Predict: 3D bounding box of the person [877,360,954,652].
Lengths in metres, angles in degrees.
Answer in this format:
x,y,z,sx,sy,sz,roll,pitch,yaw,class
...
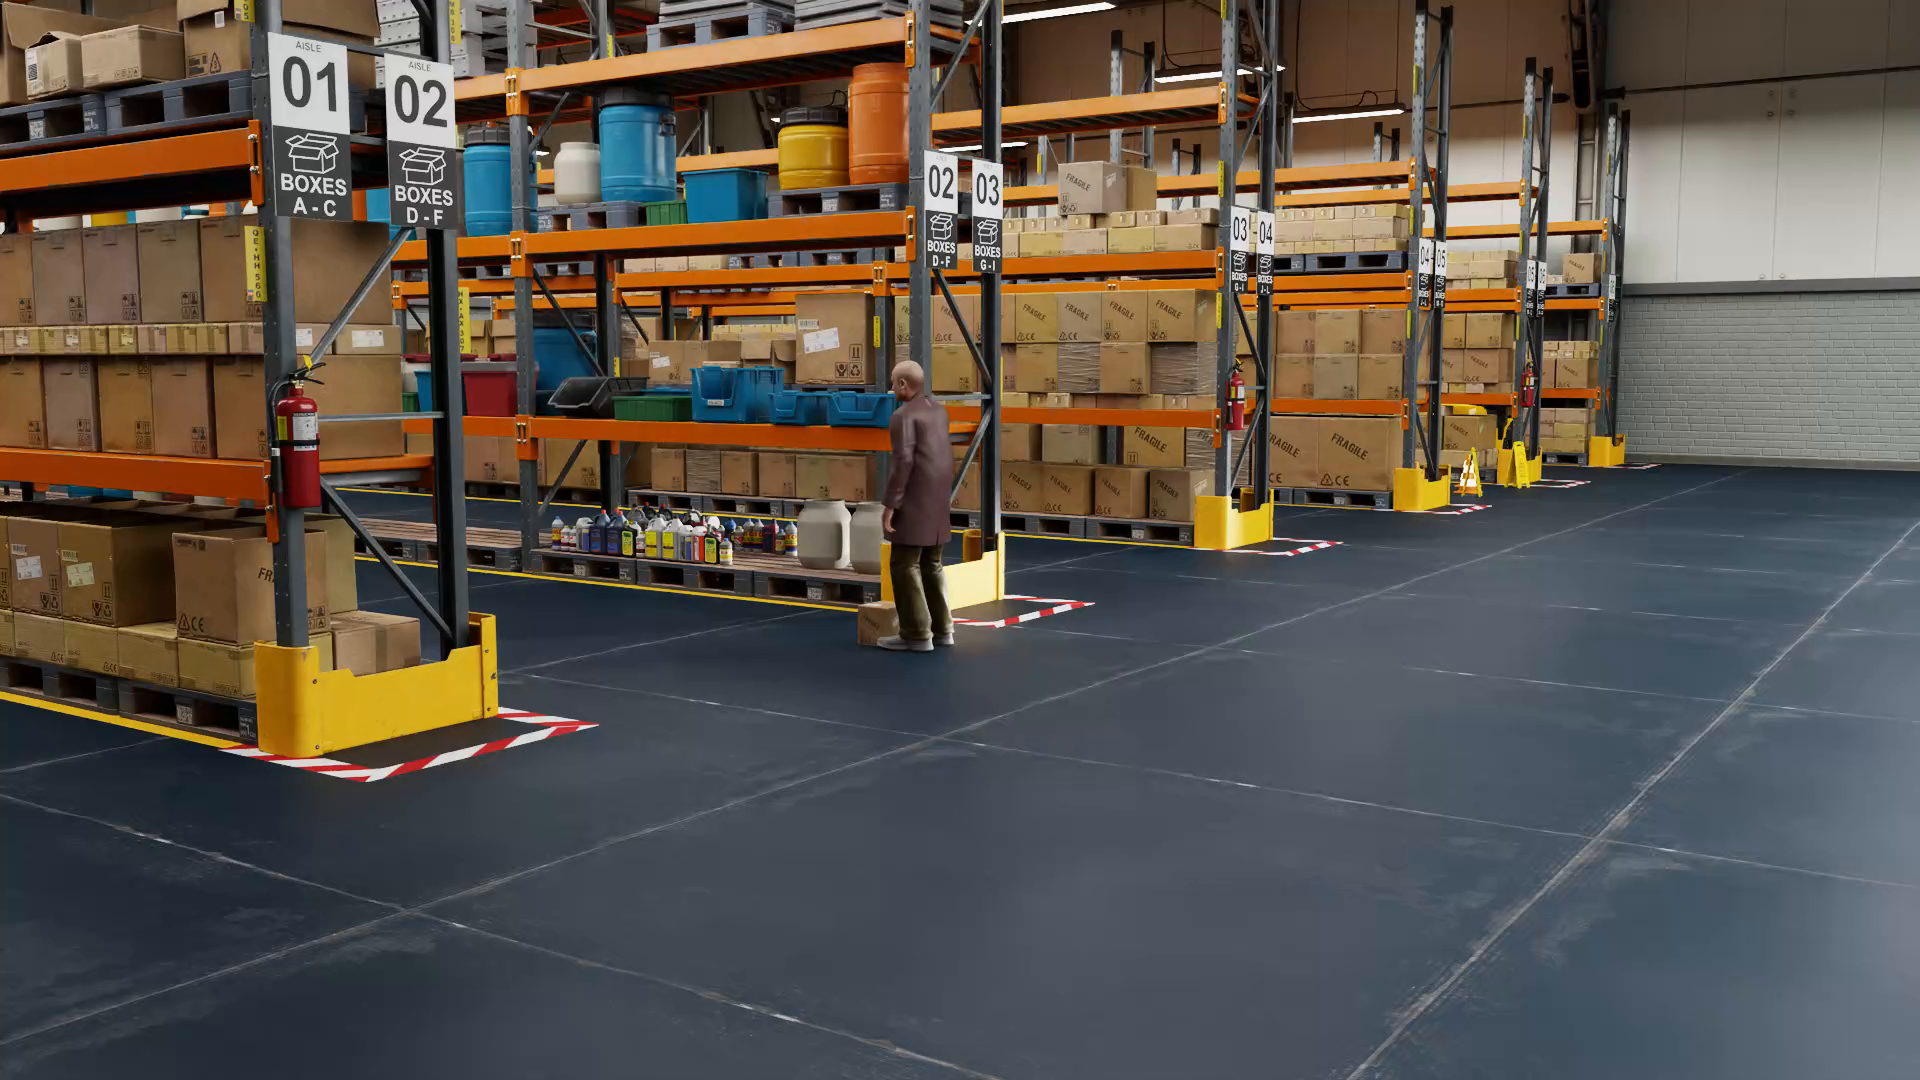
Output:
x,y,z,sx,sy,sz,roll,pitch,yaw,class
-0.266,-0.213,10.231,0.419,1.775,0.655,4,7,31,person
